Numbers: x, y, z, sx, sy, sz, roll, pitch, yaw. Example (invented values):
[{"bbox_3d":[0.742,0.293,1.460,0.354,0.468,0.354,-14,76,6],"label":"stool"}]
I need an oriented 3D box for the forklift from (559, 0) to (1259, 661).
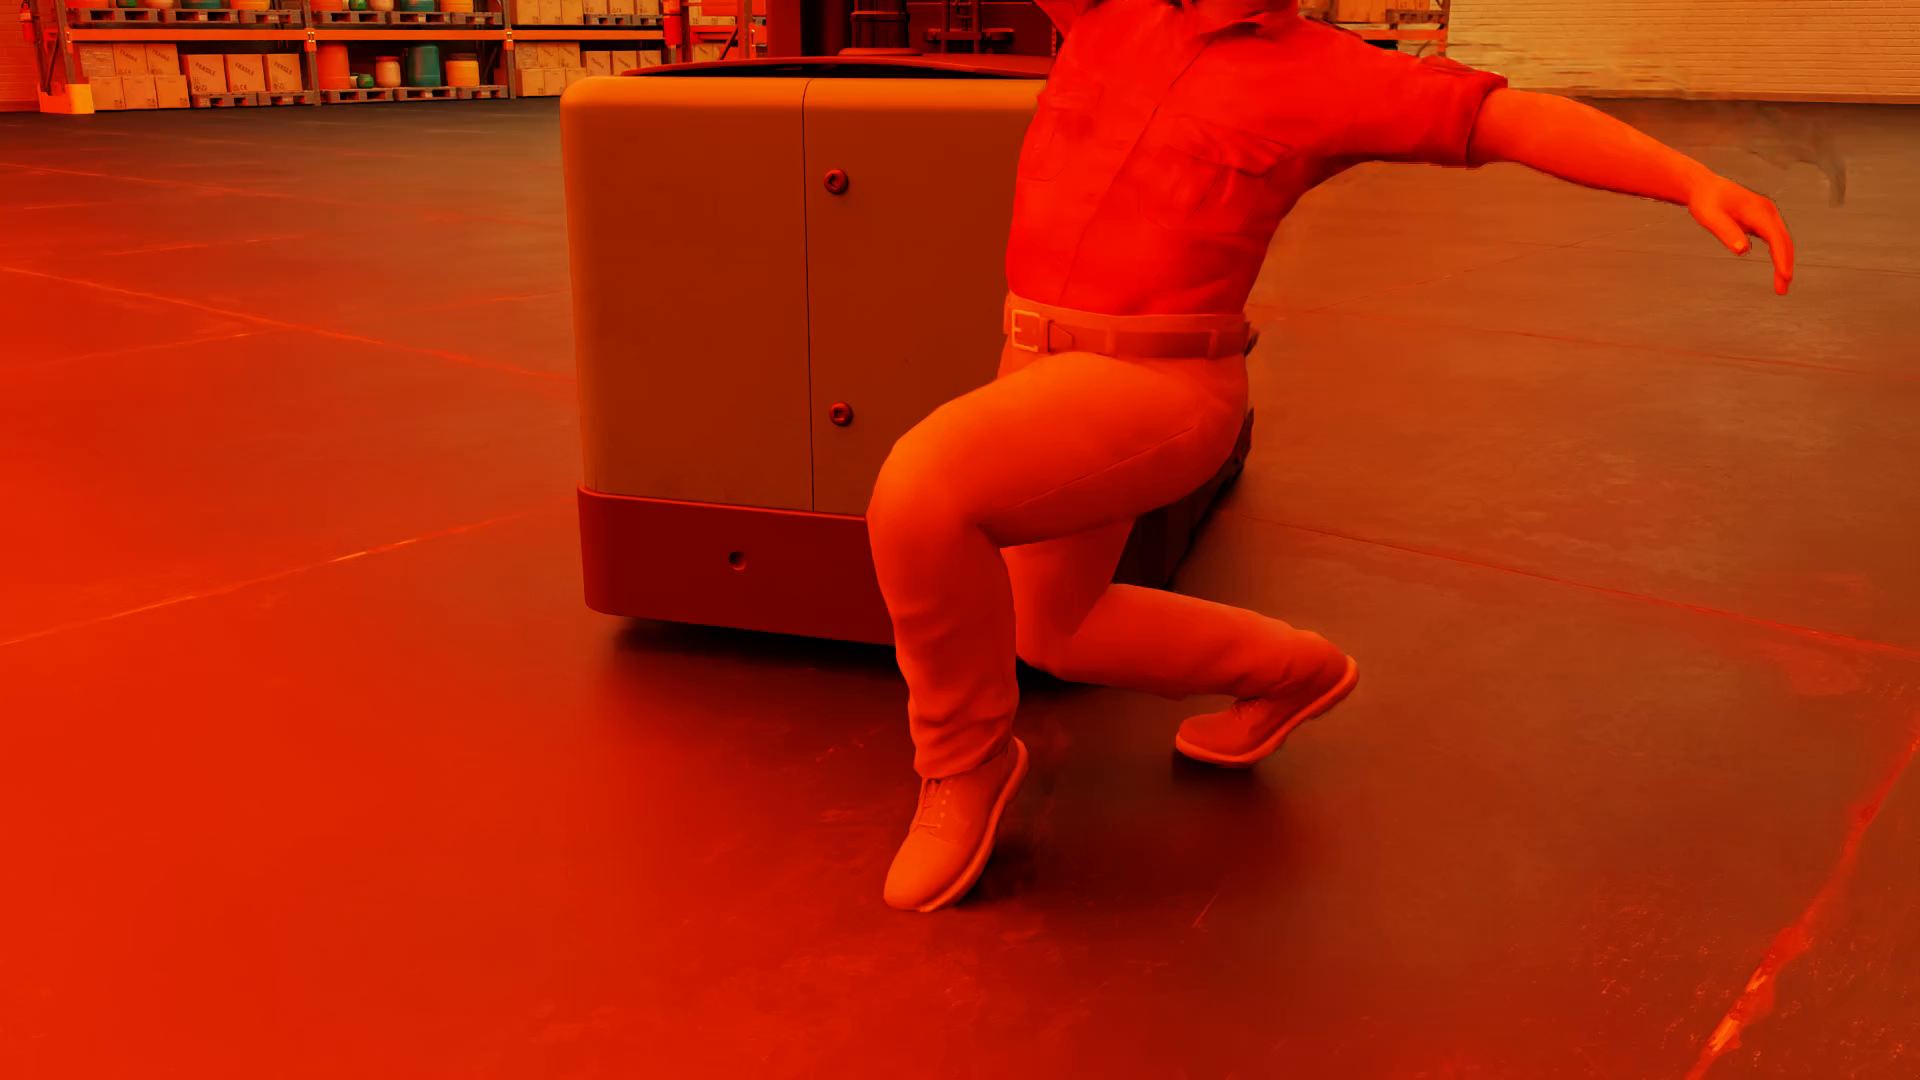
[{"bbox_3d":[0.182,-1.571,4.072,1.130,2.935,3.031,5,18,17],"label":"forklift"}]

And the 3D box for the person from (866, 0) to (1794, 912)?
[{"bbox_3d":[0.386,-0.198,2.186,0.920,1.461,1.029,-12,20,-34],"label":"person"}]
